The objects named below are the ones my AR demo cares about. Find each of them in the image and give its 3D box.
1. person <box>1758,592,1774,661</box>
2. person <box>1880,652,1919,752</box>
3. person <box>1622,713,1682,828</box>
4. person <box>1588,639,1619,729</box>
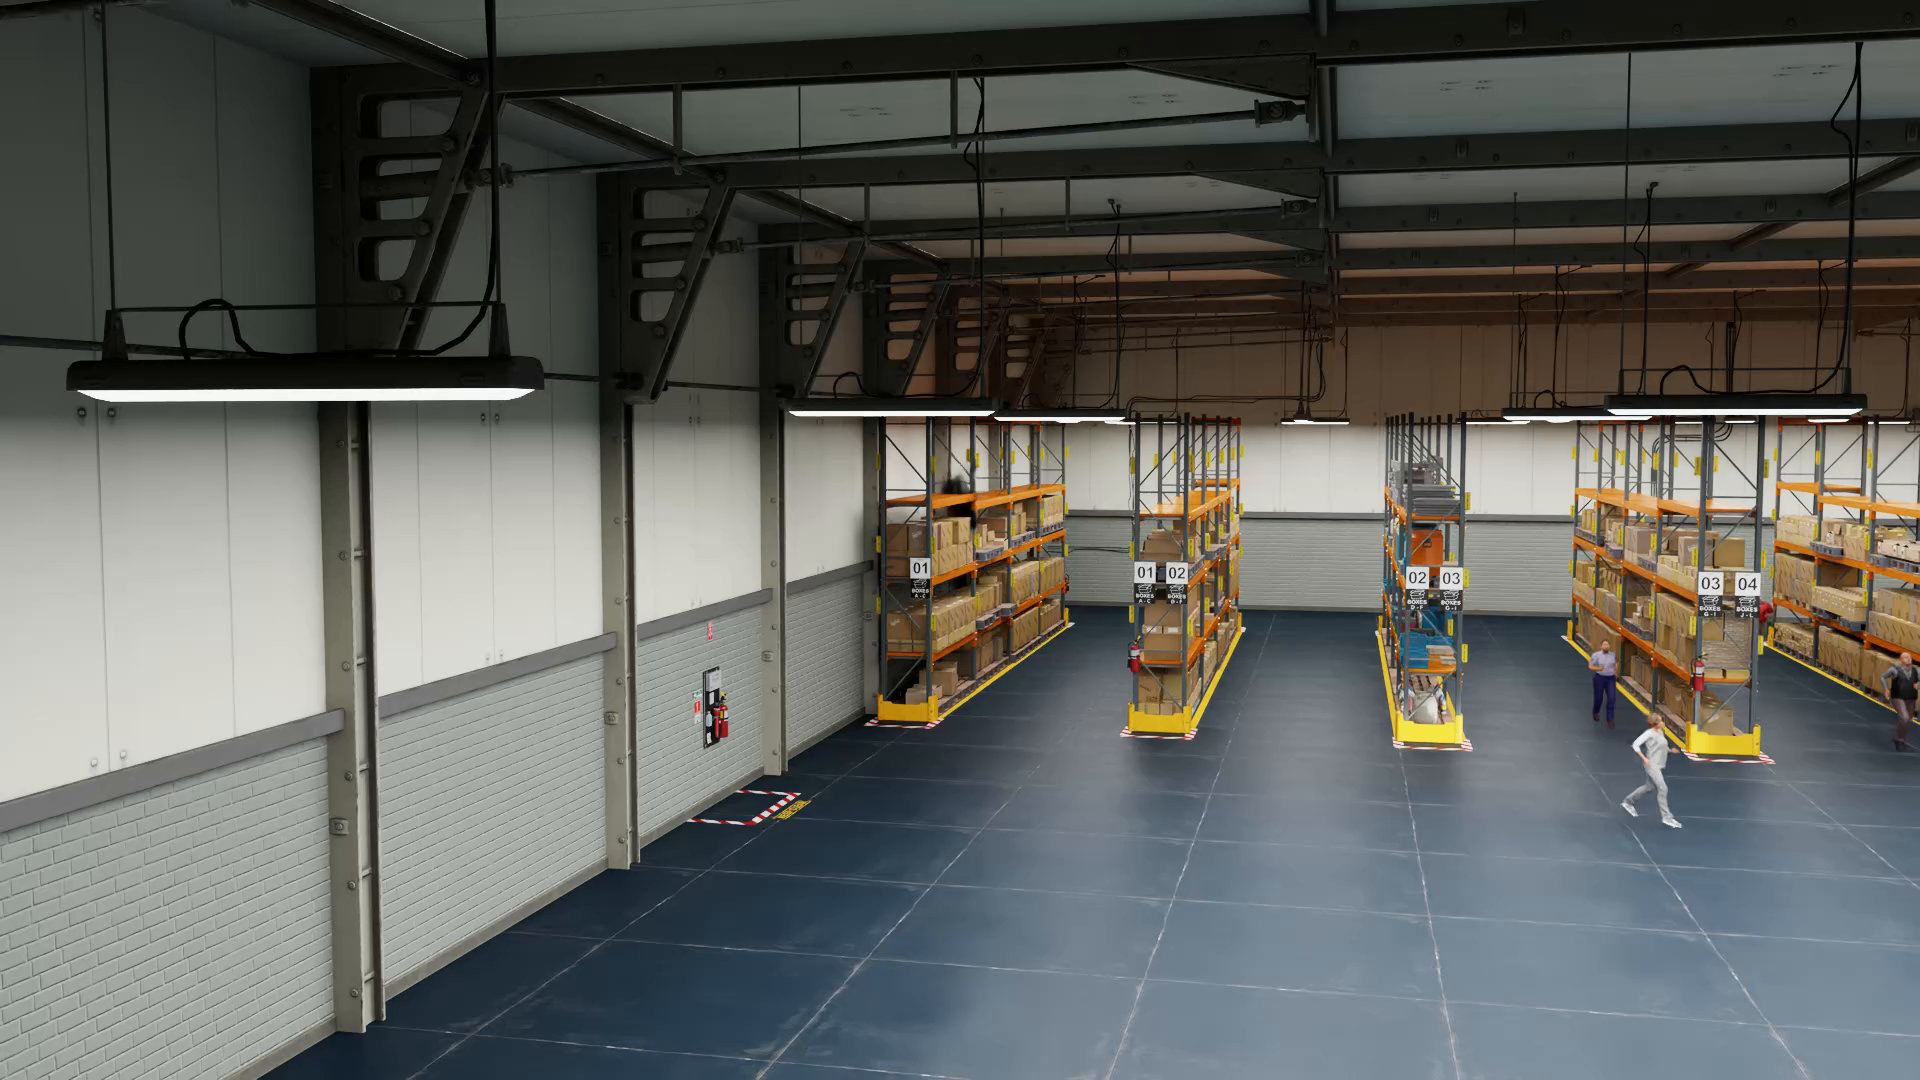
[{"bbox_3d":[19.349,2.163,40.264,0.625,1.810,0.794,1,4,15],"label":"person"},{"bbox_3d":[16.764,2.872,29.534,0.627,1.768,0.731,0,4,1],"label":"person"},{"bbox_3d":[9.970,3.280,23.924,0.871,1.596,0.539,3,5,40],"label":"person"},{"bbox_3d":[12.347,2.728,31.855,0.608,1.631,0.880,1,4,8],"label":"person"}]
